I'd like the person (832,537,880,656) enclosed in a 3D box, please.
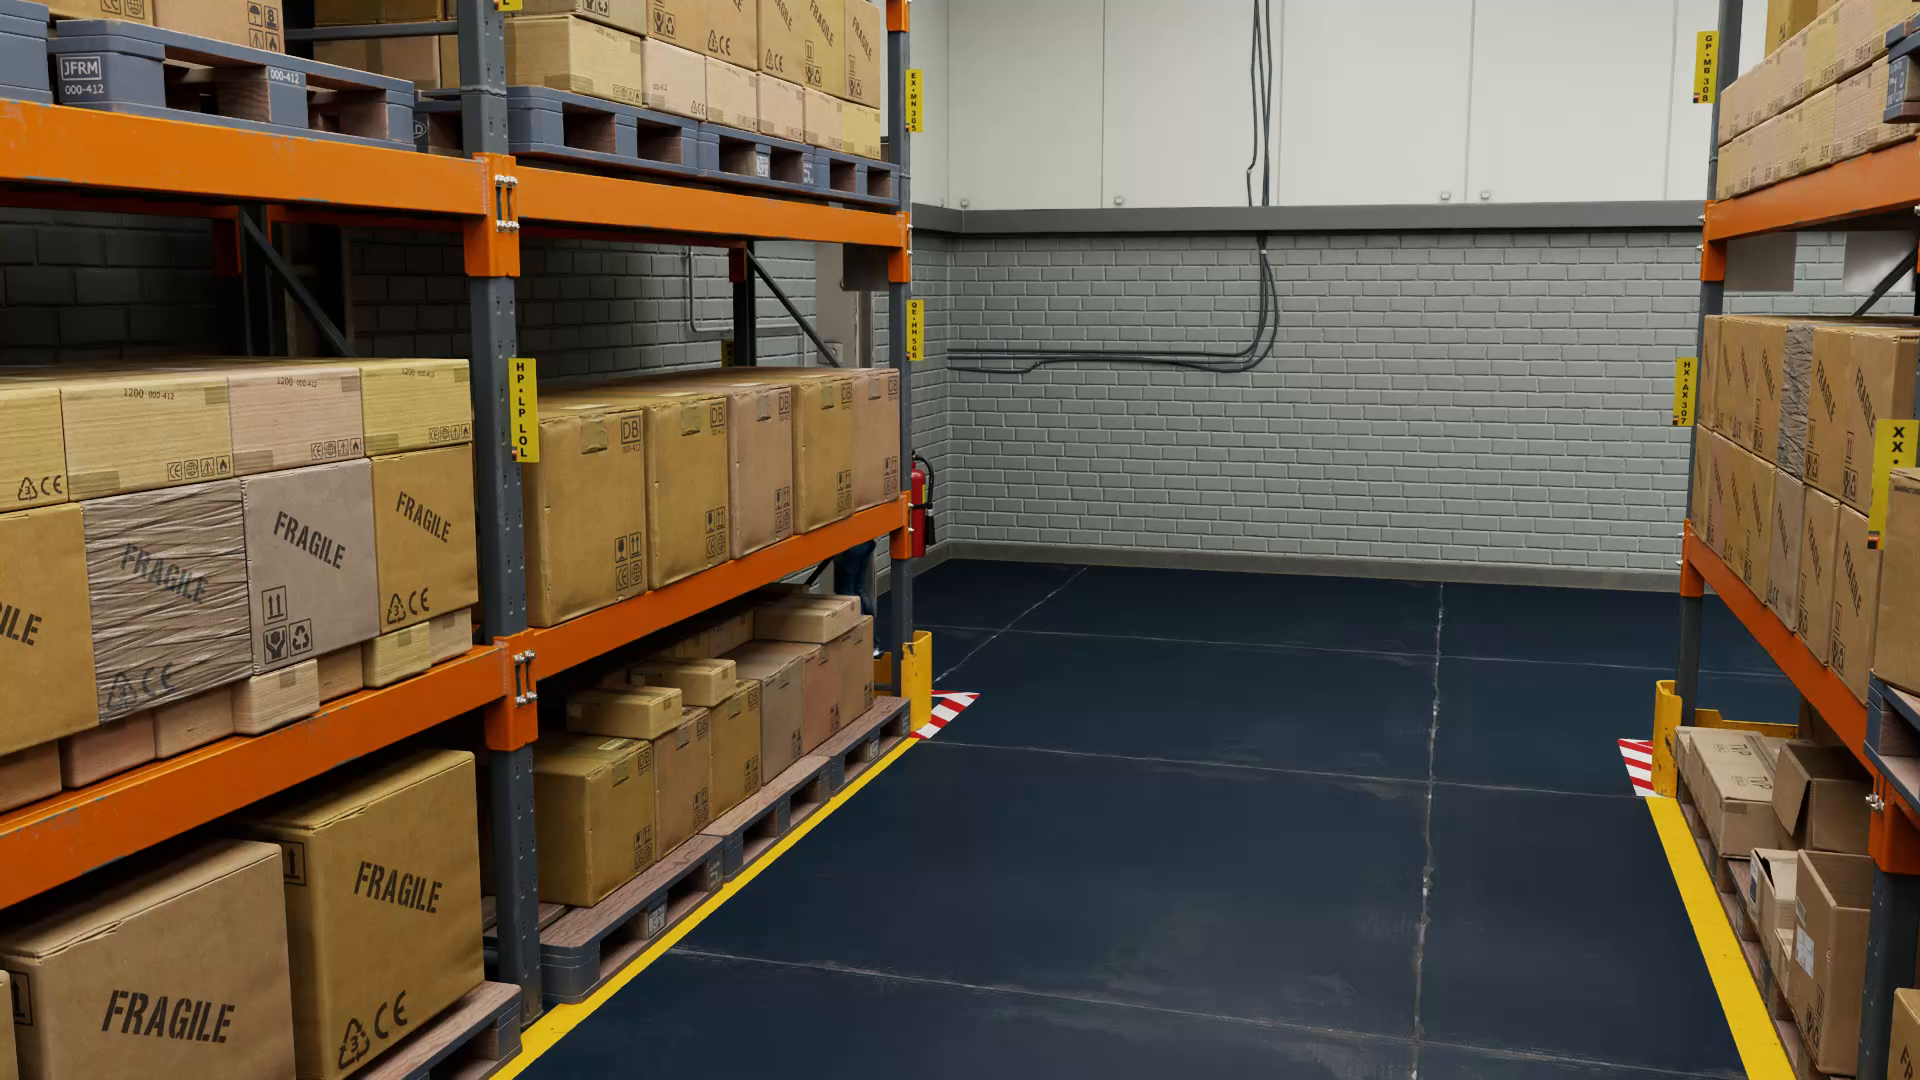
[{"bbox_3d":[-0.695,0.022,10.835,0.304,1.579,0.409,3,9,17],"label":"person"}]
